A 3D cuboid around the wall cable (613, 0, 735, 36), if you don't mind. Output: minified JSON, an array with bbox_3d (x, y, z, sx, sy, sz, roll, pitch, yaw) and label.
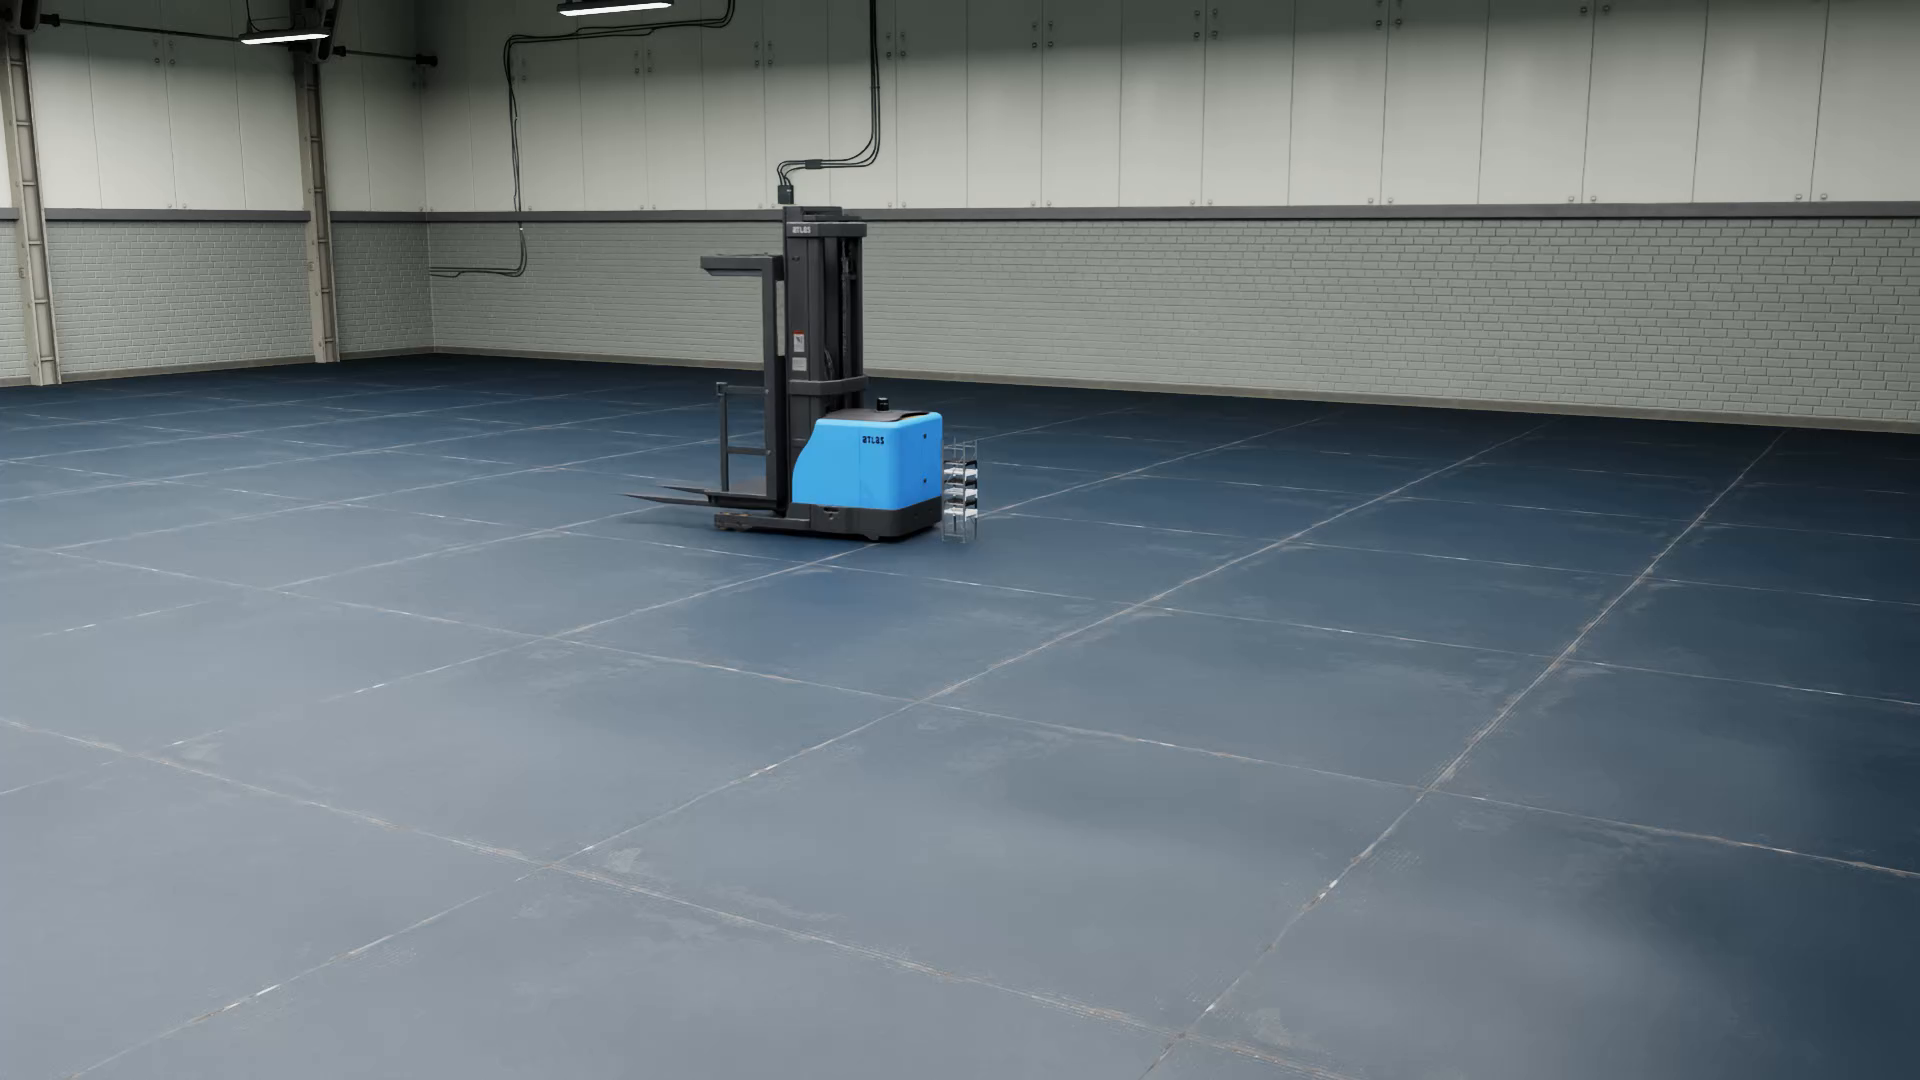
[{"bbox_3d":[-5.620,-11.128,32.206,3.097,2.526,0.112,6,12,31],"label":"wall cable"}]

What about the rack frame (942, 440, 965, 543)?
[{"bbox_3d":[-0.057,-0.425,14.694,0.240,0.900,0.006,6,12,31],"label":"rack frame"}]

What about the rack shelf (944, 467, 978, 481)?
[{"bbox_3d":[-0.004,-0.585,14.752,0.258,0.077,0.200,6,12,31],"label":"rack shelf"}]

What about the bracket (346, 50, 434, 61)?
[{"bbox_3d":[-11.794,-10.233,35.294,0.076,0.066,3.189,6,12,31],"label":"bracket"}]

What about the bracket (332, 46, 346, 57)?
[{"bbox_3d":[-12.718,-9.954,33.799,0.235,0.232,0.430,6,12,31],"label":"bracket"}]

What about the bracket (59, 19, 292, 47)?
[{"bbox_3d":[-14.486,-9.418,30.938,0.076,0.066,4.783,6,12,31],"label":"bracket"}]

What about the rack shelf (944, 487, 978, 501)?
[{"bbox_3d":[-0.004,-0.408,14.785,0.258,0.077,0.200,6,12,31],"label":"rack shelf"}]

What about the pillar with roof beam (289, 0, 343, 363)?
[{"bbox_3d":[-9.557,-7.742,31.766,9.100,9.000,0.548,6,12,31],"label":"pillar with roof beam"}]

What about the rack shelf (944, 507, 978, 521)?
[{"bbox_3d":[-0.004,-0.231,14.818,0.258,0.077,0.200,6,12,31],"label":"rack shelf"}]

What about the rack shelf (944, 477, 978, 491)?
[{"bbox_3d":[-0.004,-0.497,14.769,0.258,0.077,0.200,6,12,31],"label":"rack shelf"}]

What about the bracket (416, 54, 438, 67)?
[{"bbox_3d":[-11.487,-10.326,35.790,0.235,0.232,0.430,6,12,31],"label":"bracket"}]

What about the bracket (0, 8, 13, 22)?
[{"bbox_3d":[-16.264,-8.879,28.062,0.235,0.232,0.430,6,12,31],"label":"bracket"}]

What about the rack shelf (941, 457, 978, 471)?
[{"bbox_3d":[-0.004,-0.674,14.736,0.258,0.077,0.200,6,12,31],"label":"rack shelf"}]

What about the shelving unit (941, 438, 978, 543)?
[{"bbox_3d":[-0.004,-0.441,14.779,0.258,0.900,0.210,6,12,31],"label":"shelving unit"}]

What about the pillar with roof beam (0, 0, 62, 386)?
[{"bbox_3d":[-12.672,-6.798,26.726,9.100,9.000,0.548,6,12,31],"label":"pillar with roof beam"}]

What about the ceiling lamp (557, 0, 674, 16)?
[{"bbox_3d":[-4.867,-9.255,23.985,2.000,3.185,0.800,6,12,31],"label":"ceiling lamp"}]

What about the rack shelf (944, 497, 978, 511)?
[{"bbox_3d":[-0.004,-0.320,14.802,0.258,0.077,0.200,6,12,31],"label":"rack shelf"}]

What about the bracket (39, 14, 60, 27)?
[{"bbox_3d":[-15.833,-9.010,28.759,0.235,0.232,0.430,6,12,31],"label":"bracket"}]

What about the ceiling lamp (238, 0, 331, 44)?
[{"bbox_3d":[-11.183,-9.961,27.756,2.000,3.185,0.800,6,12,31],"label":"ceiling lamp"}]

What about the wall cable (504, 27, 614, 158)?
[{"bbox_3d":[-8.265,-9.188,34.204,3.097,2.526,0.112,6,12,31],"label":"wall cable"}]

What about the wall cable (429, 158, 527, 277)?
[{"bbox_3d":[-10.577,-6.964,36.049,3.097,2.526,0.112,6,12,31],"label":"wall cable"}]

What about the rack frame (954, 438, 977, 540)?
[{"bbox_3d":[0.049,-0.457,14.864,0.240,0.900,0.006,6,12,31],"label":"rack frame"}]

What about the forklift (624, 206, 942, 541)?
[{"bbox_3d":[-1.712,-1.595,15.421,3.031,2.935,1.130,5,12,24],"label":"forklift"}]

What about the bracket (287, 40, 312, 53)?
[{"bbox_3d":[-13.149,-9.823,33.102,0.235,0.232,0.430,6,12,31],"label":"bracket"}]

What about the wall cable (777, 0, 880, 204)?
[{"bbox_3d":[-2.471,-9.252,30.592,2.305,6.003,0.169,6,12,31],"label":"wall cable"}]
